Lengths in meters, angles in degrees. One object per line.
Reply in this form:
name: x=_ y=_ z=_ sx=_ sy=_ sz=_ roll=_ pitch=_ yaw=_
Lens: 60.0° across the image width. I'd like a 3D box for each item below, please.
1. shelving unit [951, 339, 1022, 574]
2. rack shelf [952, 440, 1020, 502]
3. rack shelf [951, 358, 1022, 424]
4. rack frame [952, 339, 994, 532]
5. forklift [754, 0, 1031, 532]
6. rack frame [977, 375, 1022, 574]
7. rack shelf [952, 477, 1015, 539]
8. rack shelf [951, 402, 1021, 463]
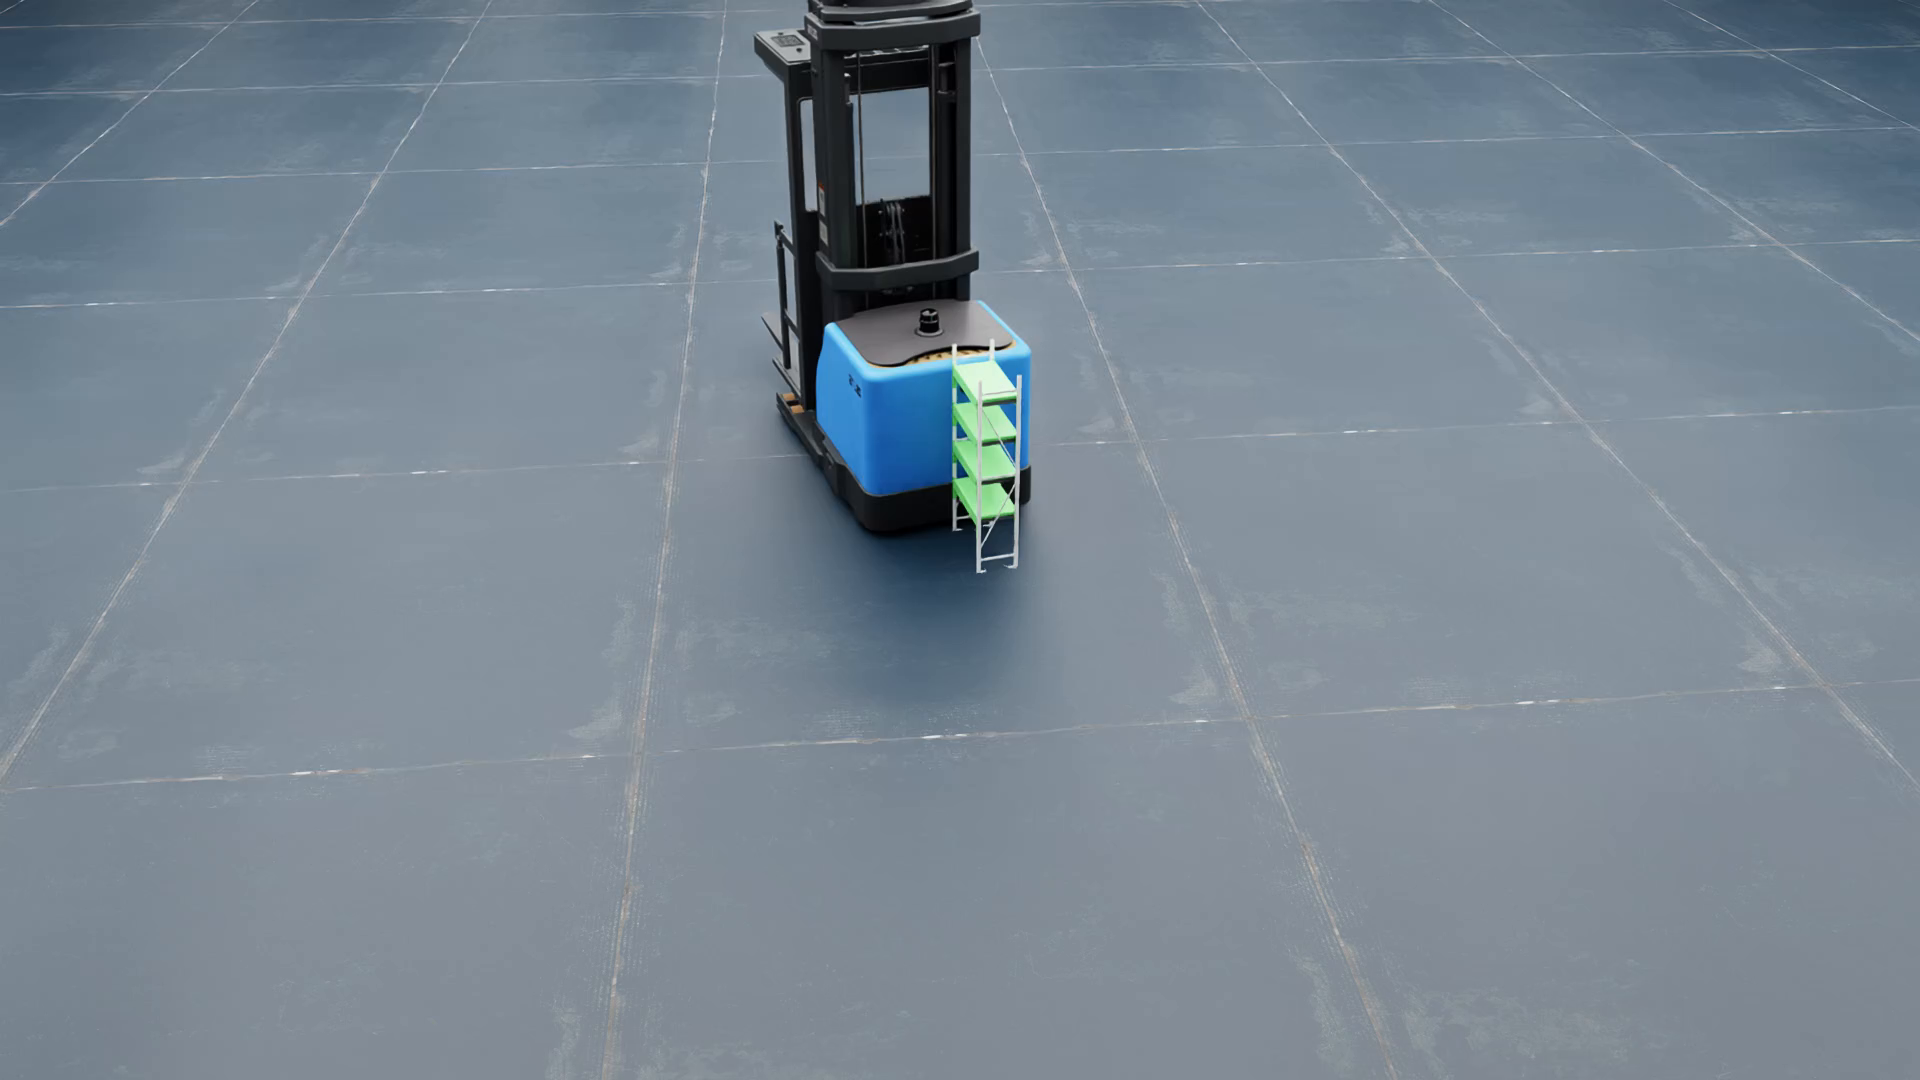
shelving unit: x=0.143 y=-0.465 z=9.358 sx=0.258 sy=1.200 sz=0.503 roll=-9 pitch=32 yaw=-14
rack shelf: x=0.143 y=-0.410 z=9.391 sx=0.258 sy=0.148 sz=0.480 roll=-9 pitch=32 yaw=-14
rack shelf: x=0.143 y=-0.822 z=9.145 sx=0.258 sy=0.148 sz=0.480 roll=-9 pitch=32 yaw=-14
rack frame: x=0.073 y=-0.585 z=9.559 sx=0.240 sy=1.200 sz=0.015 roll=-9 pitch=32 yaw=-14
forklift: x=-0.579 y=-2.049 z=10.322 sx=1.130 sy=2.935 sz=3.031 roll=-11 pitch=33 yaw=-18
rack frame: x=0.212 y=-0.345 z=9.157 sx=0.240 sy=1.200 sz=0.015 roll=-9 pitch=32 yaw=-14
rack shelf: x=0.143 y=-0.204 z=9.514 sx=0.258 sy=0.148 sz=0.480 roll=-9 pitch=32 yaw=-14
rack shelf: x=0.143 y=-0.616 z=9.268 sx=0.258 sy=0.148 sz=0.480 roll=-9 pitch=32 yaw=-14
